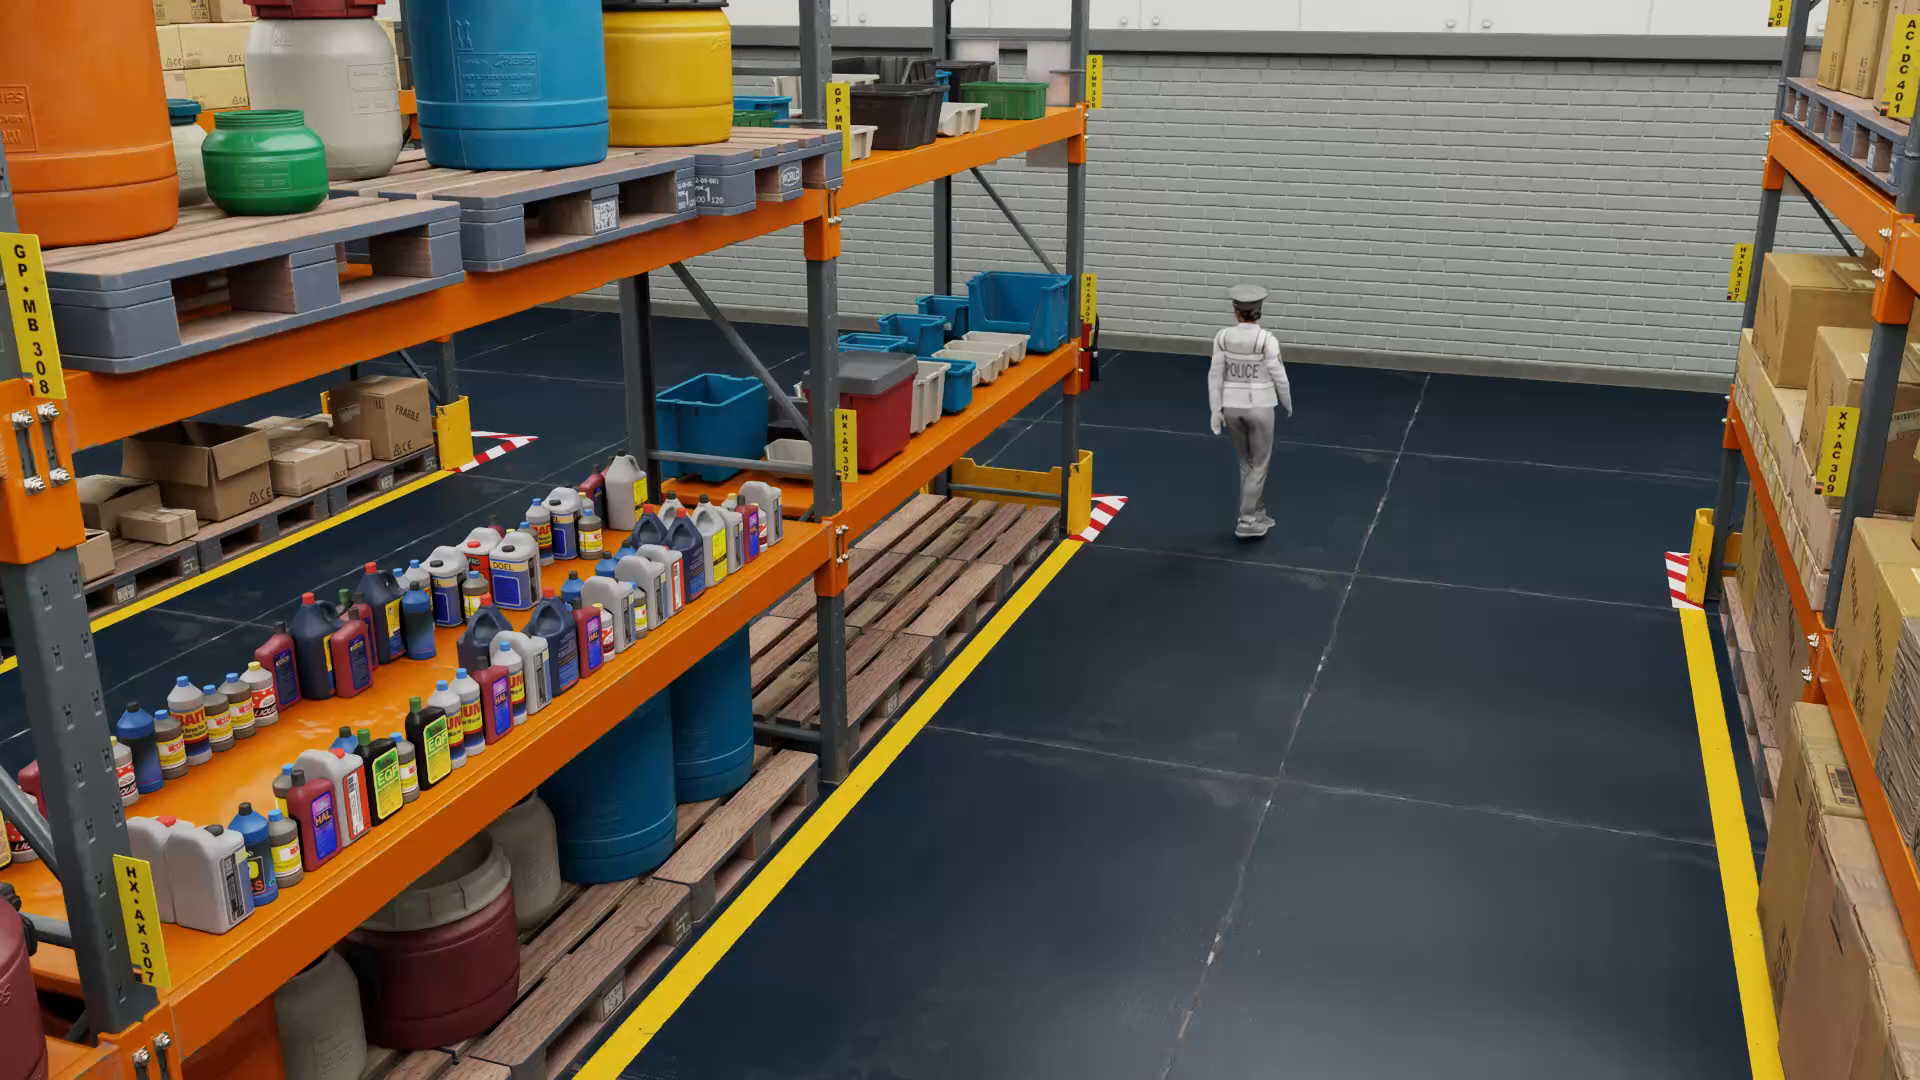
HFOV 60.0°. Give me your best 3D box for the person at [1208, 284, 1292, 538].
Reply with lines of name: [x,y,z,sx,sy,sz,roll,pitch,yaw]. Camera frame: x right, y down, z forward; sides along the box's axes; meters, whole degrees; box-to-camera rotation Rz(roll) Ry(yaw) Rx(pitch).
person: [1.947,-0.849,11.037,0.512,1.694,0.558,14,23,36]
